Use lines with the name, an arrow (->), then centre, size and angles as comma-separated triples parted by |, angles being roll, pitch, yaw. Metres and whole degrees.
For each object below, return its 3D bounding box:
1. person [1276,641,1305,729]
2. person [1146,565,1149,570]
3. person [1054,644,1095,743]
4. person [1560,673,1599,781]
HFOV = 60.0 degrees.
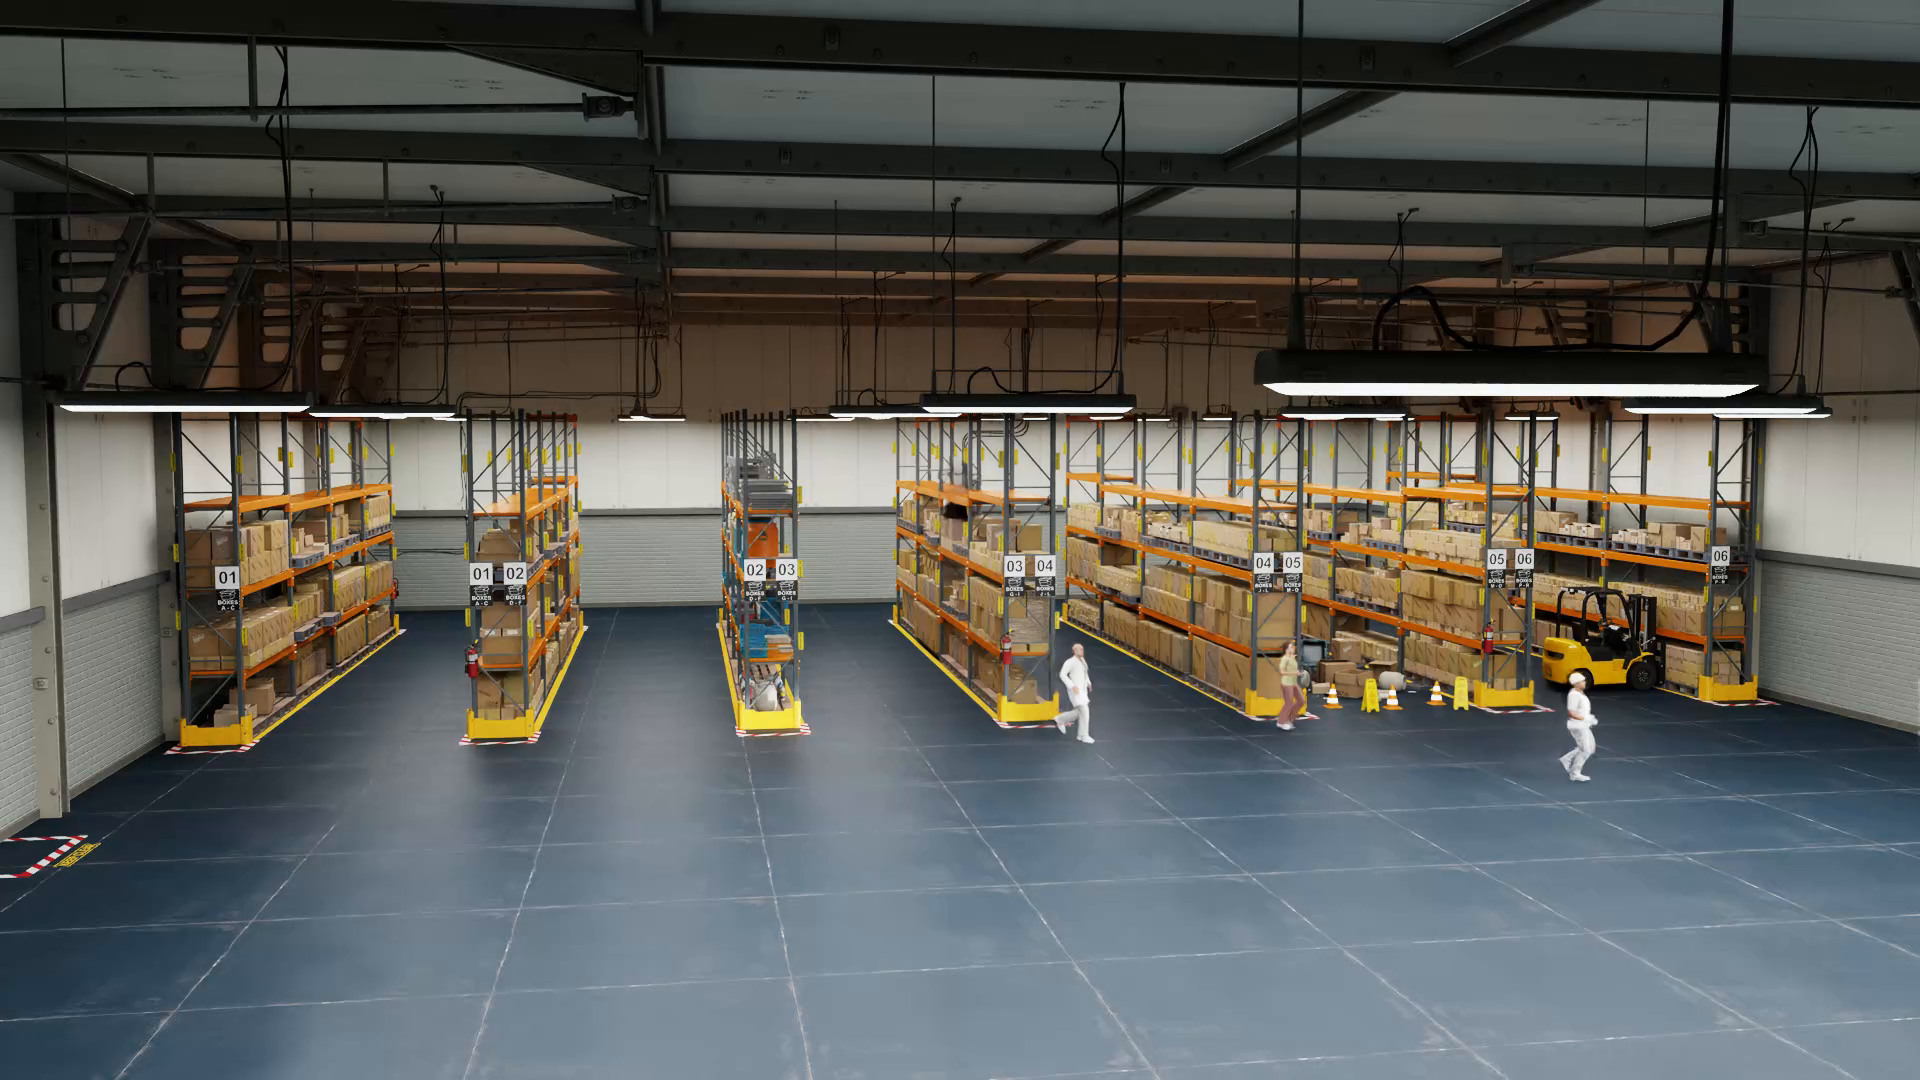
person -> 6.201, 2.738, 31.180 | 0.557, 1.682, 0.582 | 3, 5, 35
person -> 5.402, 1.544, 47.499 | 0.611, 1.681, 0.940 | -2, 4, -23
person -> 2.073, 2.760, 30.146 | 0.875, 1.773, 0.739 | 2, 5, 30
person -> 9.933, 2.993, 26.653 | 0.614, 1.734, 0.677 | 2, 5, 28
